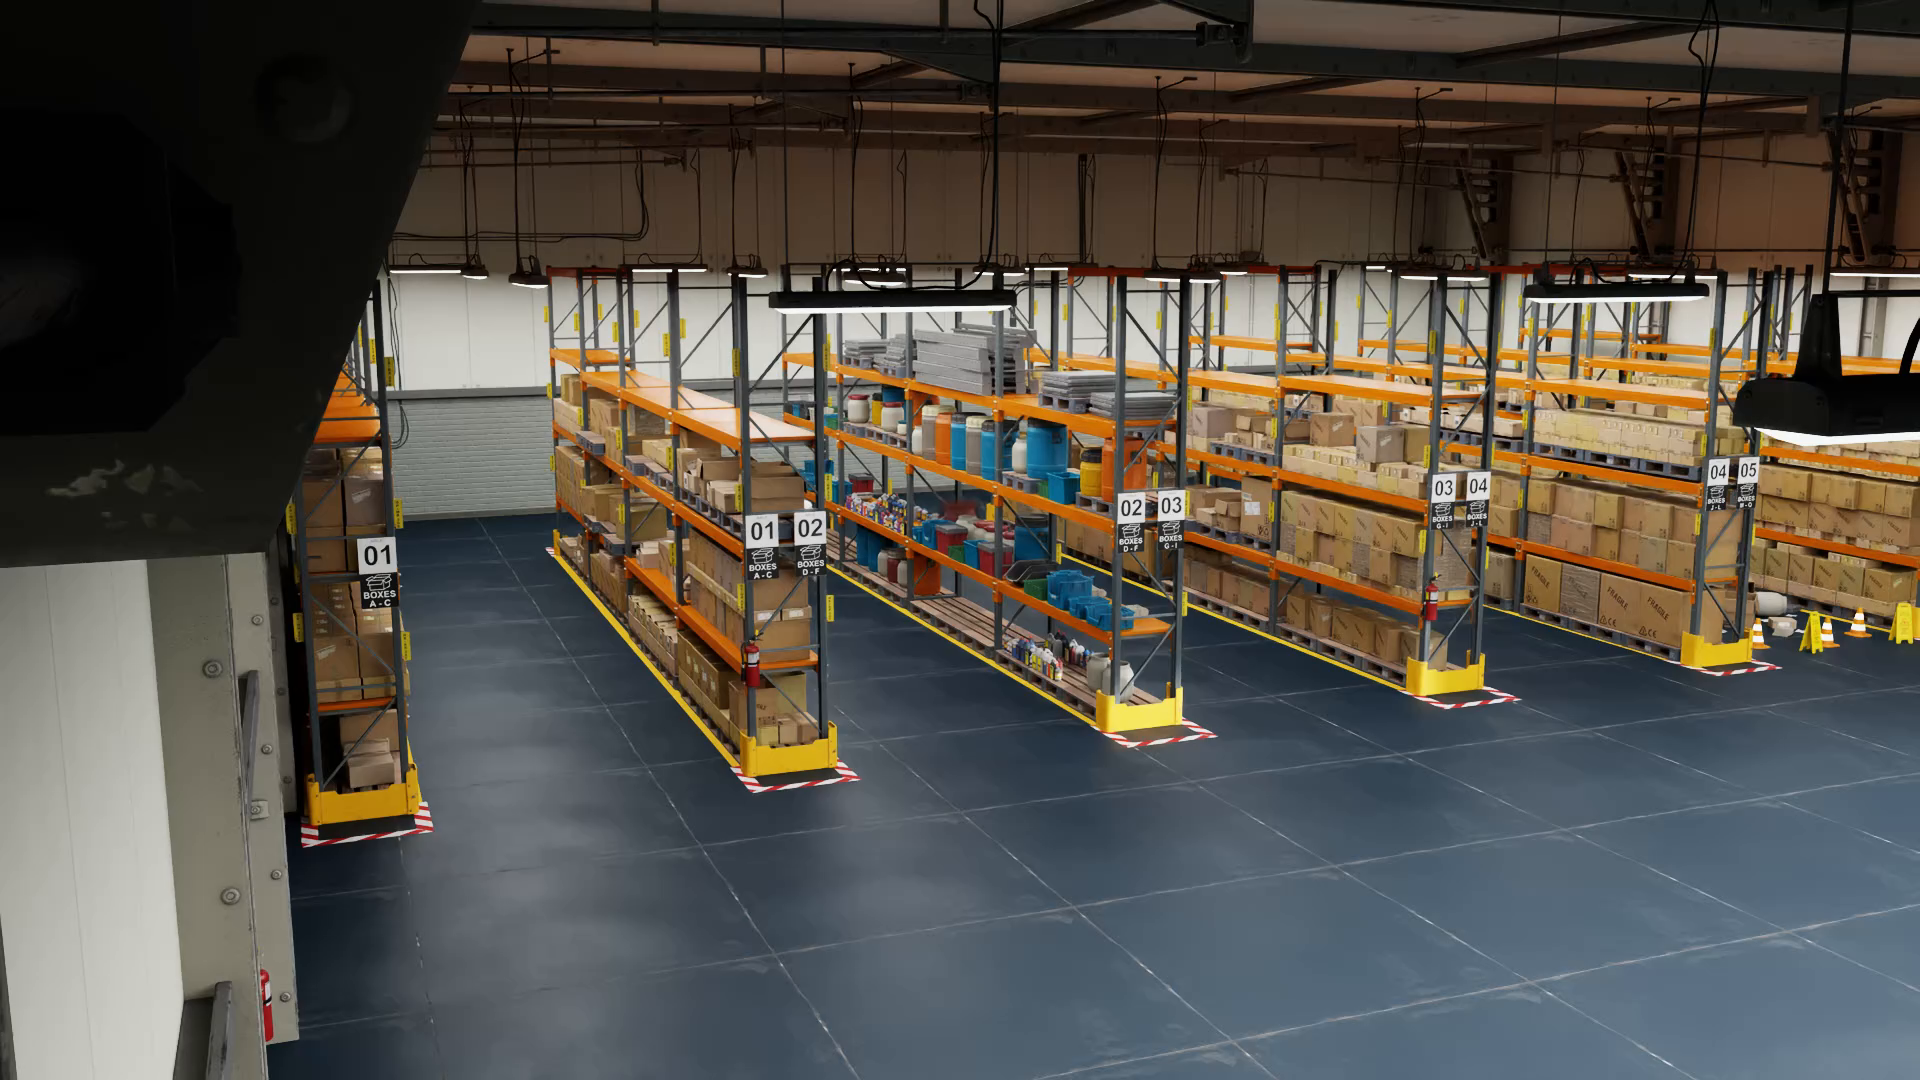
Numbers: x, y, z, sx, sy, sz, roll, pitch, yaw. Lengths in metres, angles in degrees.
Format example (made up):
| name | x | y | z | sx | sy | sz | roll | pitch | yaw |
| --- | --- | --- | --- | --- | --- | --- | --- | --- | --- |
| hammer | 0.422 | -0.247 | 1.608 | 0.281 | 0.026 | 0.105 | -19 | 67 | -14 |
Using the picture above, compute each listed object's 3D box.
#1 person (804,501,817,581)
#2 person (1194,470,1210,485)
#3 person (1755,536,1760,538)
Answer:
| name | x | y | z | sx | sy | sz | roll | pitch | yaw |
| --- | --- | --- | --- | --- | --- | --- | --- | --- | --- |
| person | -2.860 | 0.108 | 30.896 | 0.558 | 1.693 | 1.073 | -3 | 10 | -18 |
| person | 6.161 | -1.775 | 41.892 | 0.574 | 1.659 | 0.493 | -7 | 12 | -36 |
| person | 16.177 | -0.281 | 33.235 | 0.528 | 1.815 | 0.554 | -5 | 11 | -28 |
